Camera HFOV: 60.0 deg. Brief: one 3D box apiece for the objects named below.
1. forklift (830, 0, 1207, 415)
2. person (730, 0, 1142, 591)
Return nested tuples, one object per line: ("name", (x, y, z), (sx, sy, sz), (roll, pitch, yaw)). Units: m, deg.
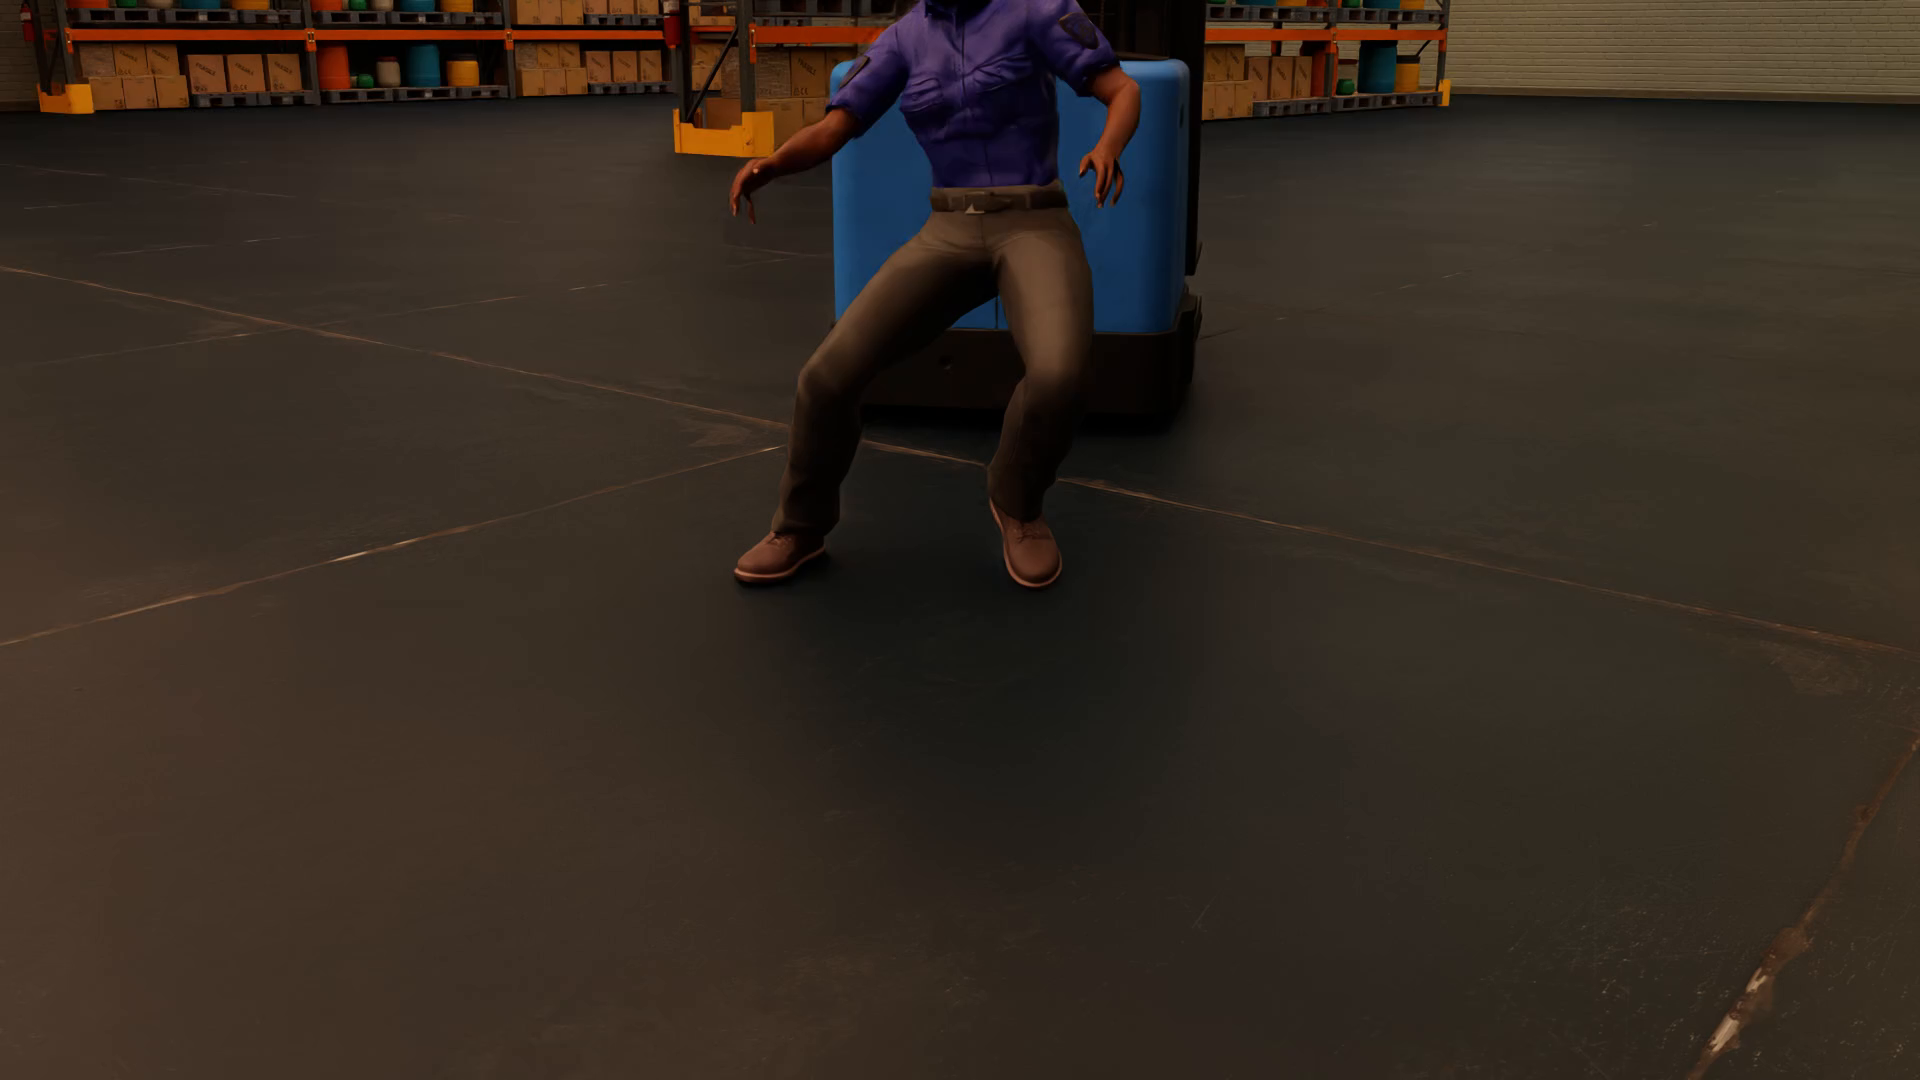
("forklift", (0.358, -2.158, 6.003), (1.130, 2.935, 3.031), (3, 17, 9))
("person", (-0.049, -0.609, 3.403), (0.860, 1.475, 0.686), (7, 18, 23))
